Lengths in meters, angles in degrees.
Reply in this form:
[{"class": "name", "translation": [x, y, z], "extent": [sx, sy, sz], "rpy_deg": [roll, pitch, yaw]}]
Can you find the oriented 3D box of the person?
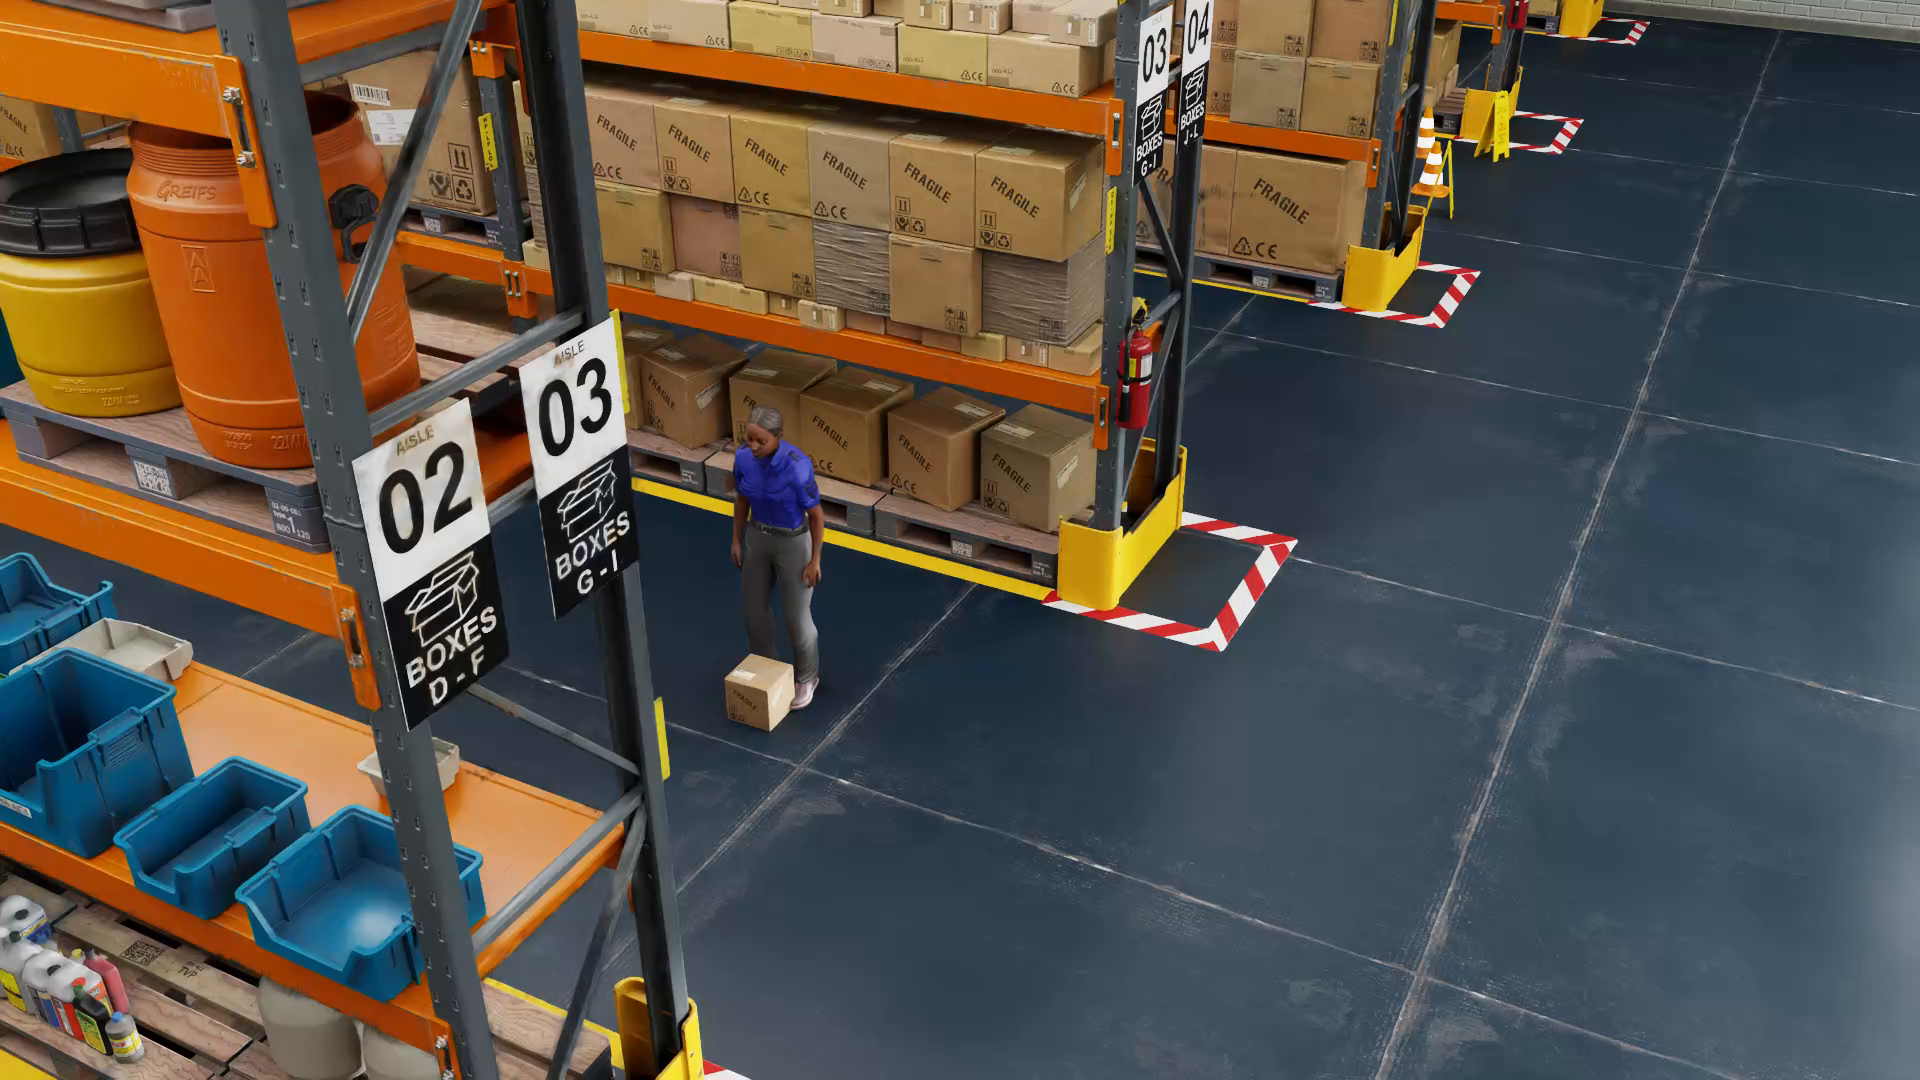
[{"class": "person", "translation": [-0.908, 0.055, 8.196], "extent": [0.518, 1.654, 0.353], "rpy_deg": [14, 33, 22]}]
